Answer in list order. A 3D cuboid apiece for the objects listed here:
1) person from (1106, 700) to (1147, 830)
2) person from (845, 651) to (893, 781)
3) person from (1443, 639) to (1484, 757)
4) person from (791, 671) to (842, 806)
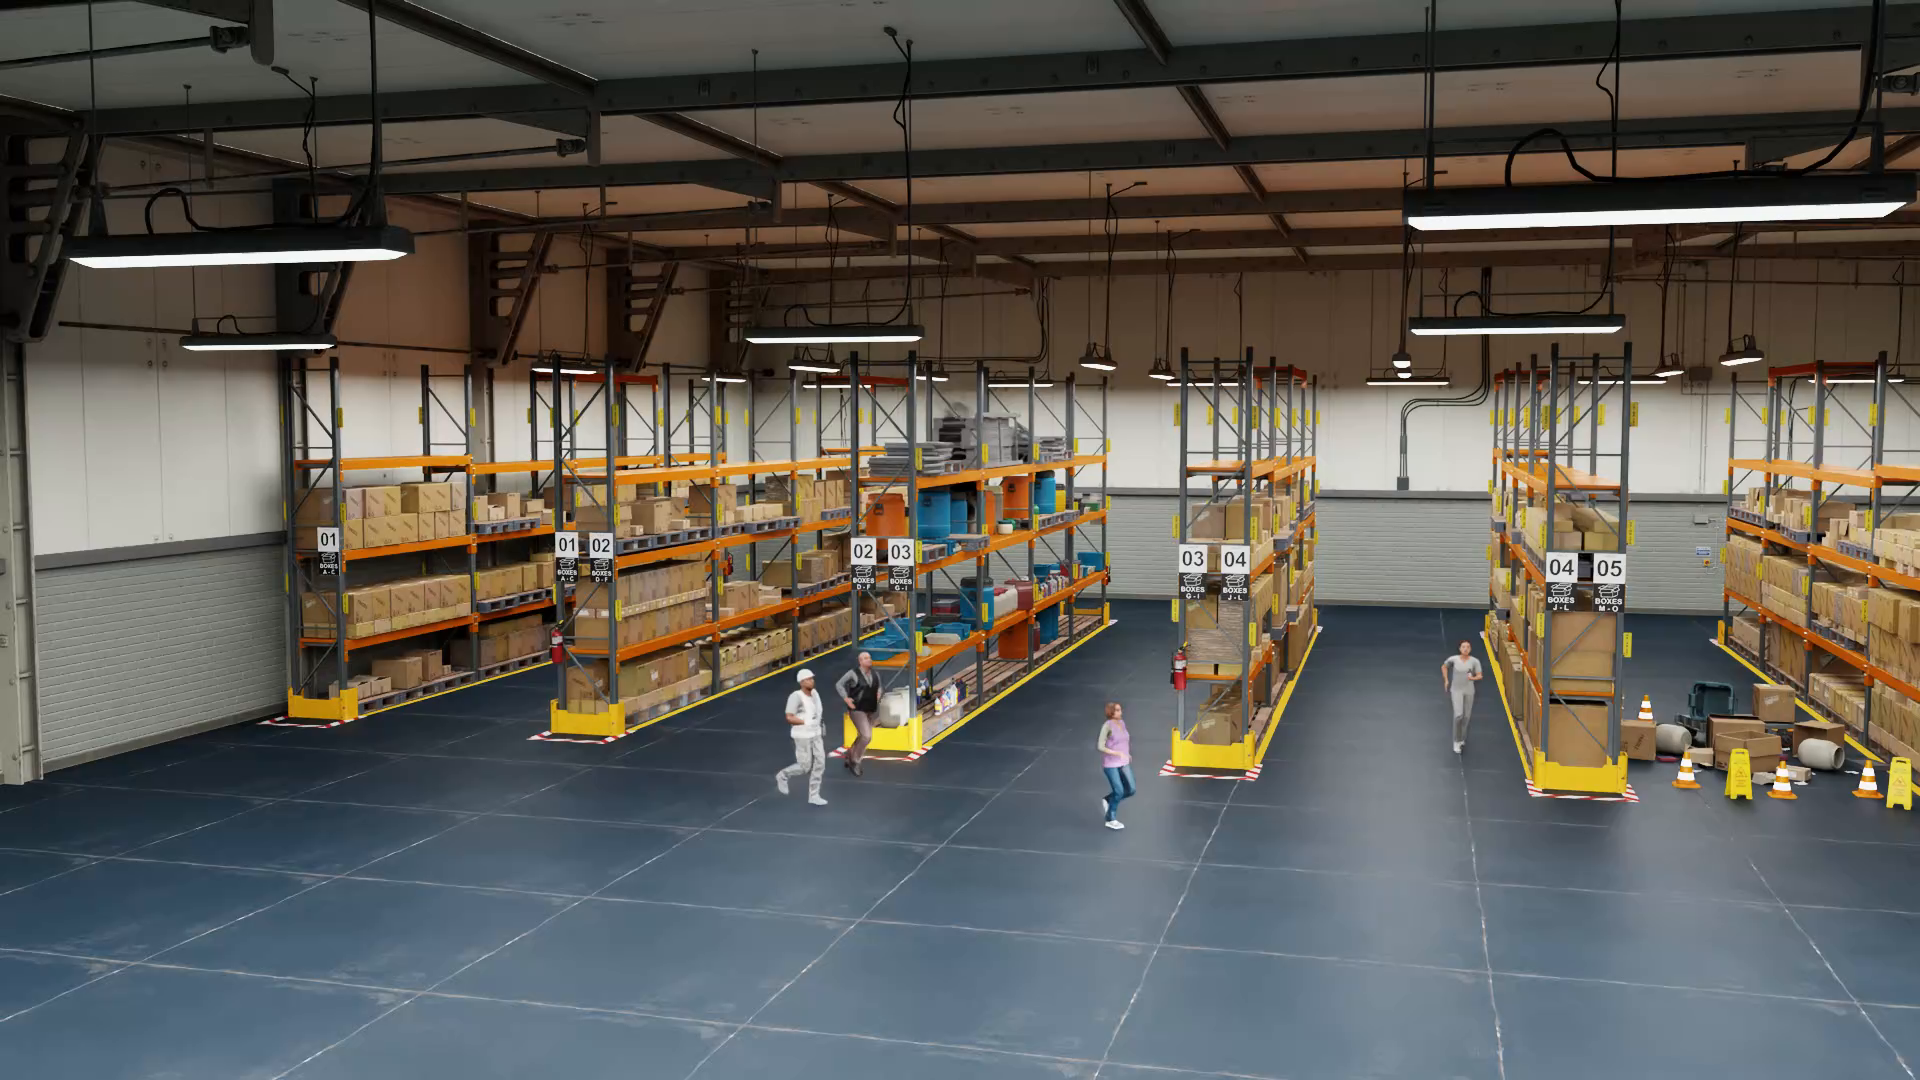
[{"bbox_3d":[2.023,2.731,20.126,0.516,1.594,0.614,-4,6,-43],"label":"person"},{"bbox_3d":[-1.251,2.434,23.309,0.671,1.784,0.732,-4,5,-40],"label":"person"},{"bbox_3d":[7.521,2.324,24.839,0.555,1.704,0.808,1,4,9],"label":"person"},{"bbox_3d":[-1.883,2.555,21.480,0.589,1.734,0.667,3,5,31],"label":"person"}]
